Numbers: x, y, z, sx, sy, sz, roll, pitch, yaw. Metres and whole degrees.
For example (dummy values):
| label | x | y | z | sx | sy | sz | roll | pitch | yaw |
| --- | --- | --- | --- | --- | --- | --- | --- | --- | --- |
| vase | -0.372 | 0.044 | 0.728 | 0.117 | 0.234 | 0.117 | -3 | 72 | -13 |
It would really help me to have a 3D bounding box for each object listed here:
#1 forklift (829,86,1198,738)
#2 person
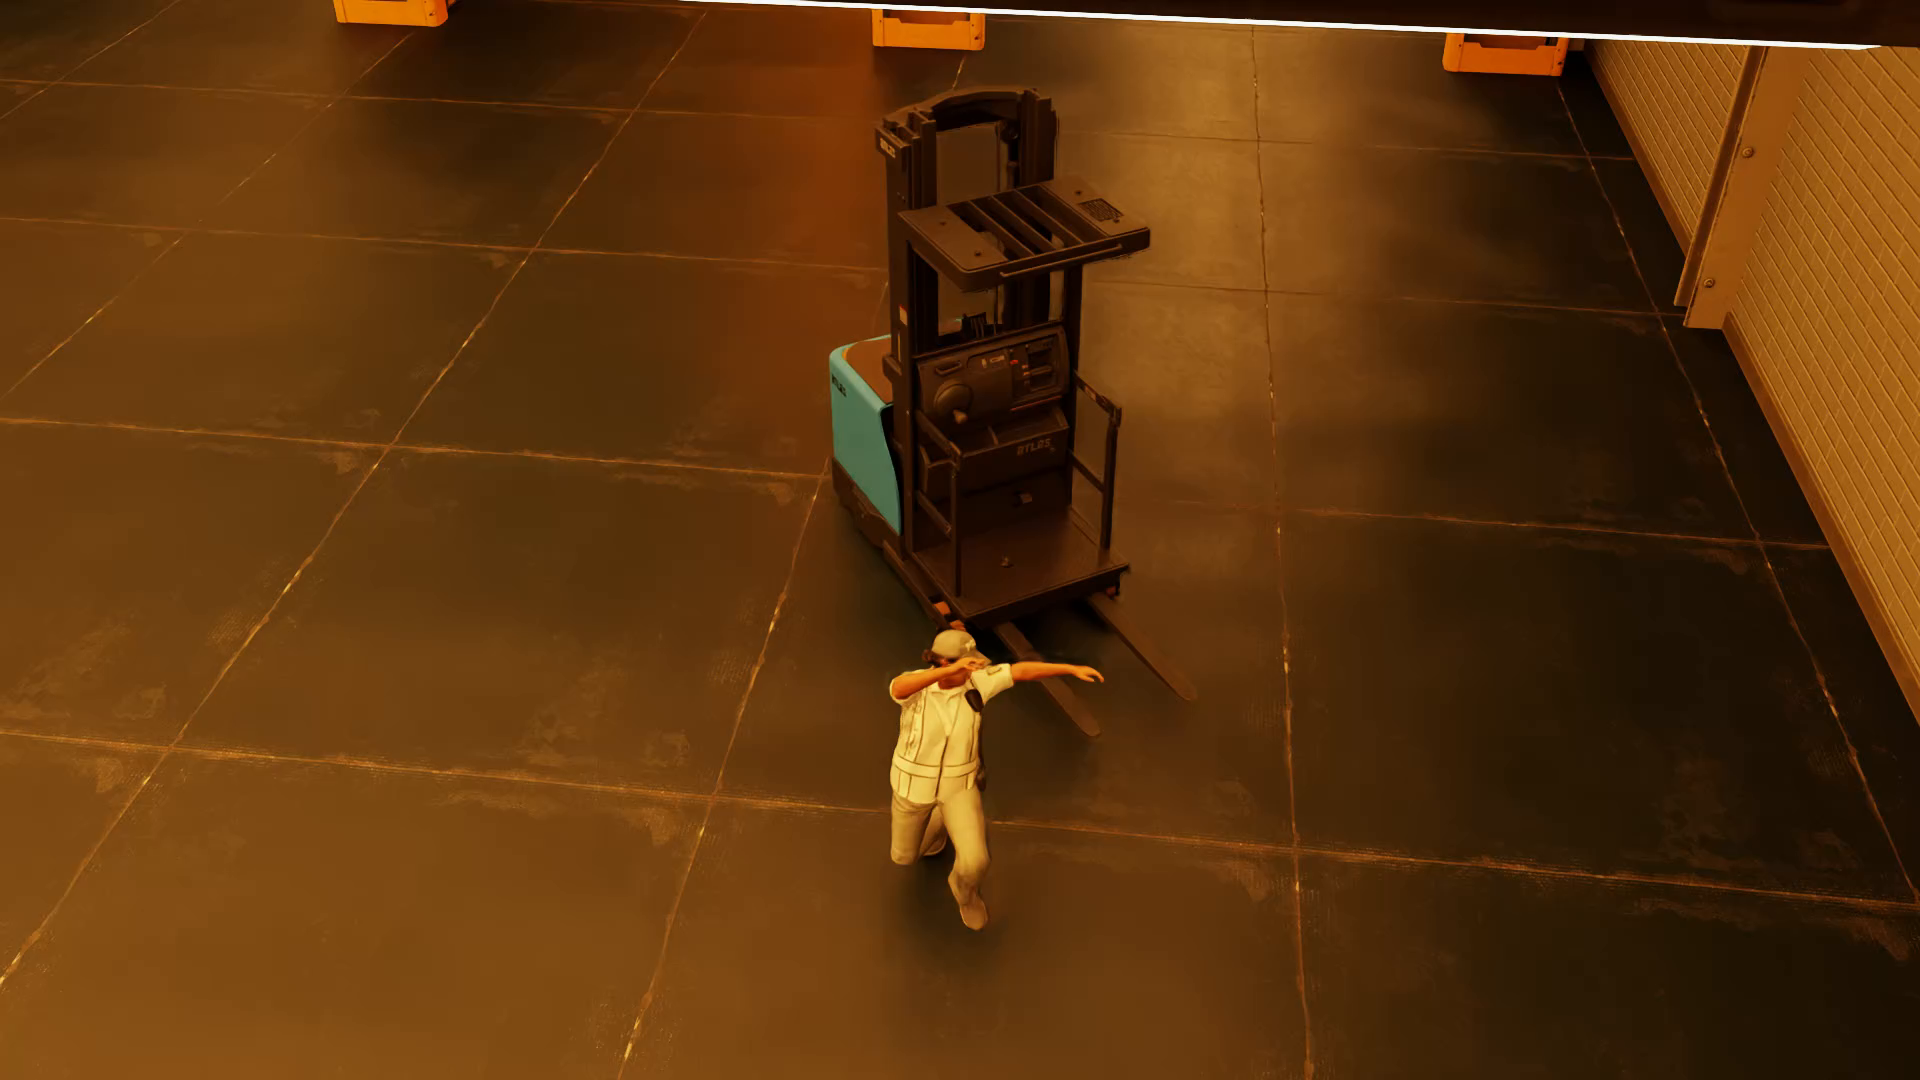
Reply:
| label | x | y | z | sx | sy | sz | roll | pitch | yaw |
| --- | --- | --- | --- | --- | --- | --- | --- | --- | --- |
| forklift | 0.295 | -0.854 | 9.189 | 1.130 | 2.935 | 3.031 | -17 | 40 | -22 |
| person | 0.174 | 1.118 | 7.783 | 1.020 | 1.479 | 0.831 | -1 | 36 | -1 |
